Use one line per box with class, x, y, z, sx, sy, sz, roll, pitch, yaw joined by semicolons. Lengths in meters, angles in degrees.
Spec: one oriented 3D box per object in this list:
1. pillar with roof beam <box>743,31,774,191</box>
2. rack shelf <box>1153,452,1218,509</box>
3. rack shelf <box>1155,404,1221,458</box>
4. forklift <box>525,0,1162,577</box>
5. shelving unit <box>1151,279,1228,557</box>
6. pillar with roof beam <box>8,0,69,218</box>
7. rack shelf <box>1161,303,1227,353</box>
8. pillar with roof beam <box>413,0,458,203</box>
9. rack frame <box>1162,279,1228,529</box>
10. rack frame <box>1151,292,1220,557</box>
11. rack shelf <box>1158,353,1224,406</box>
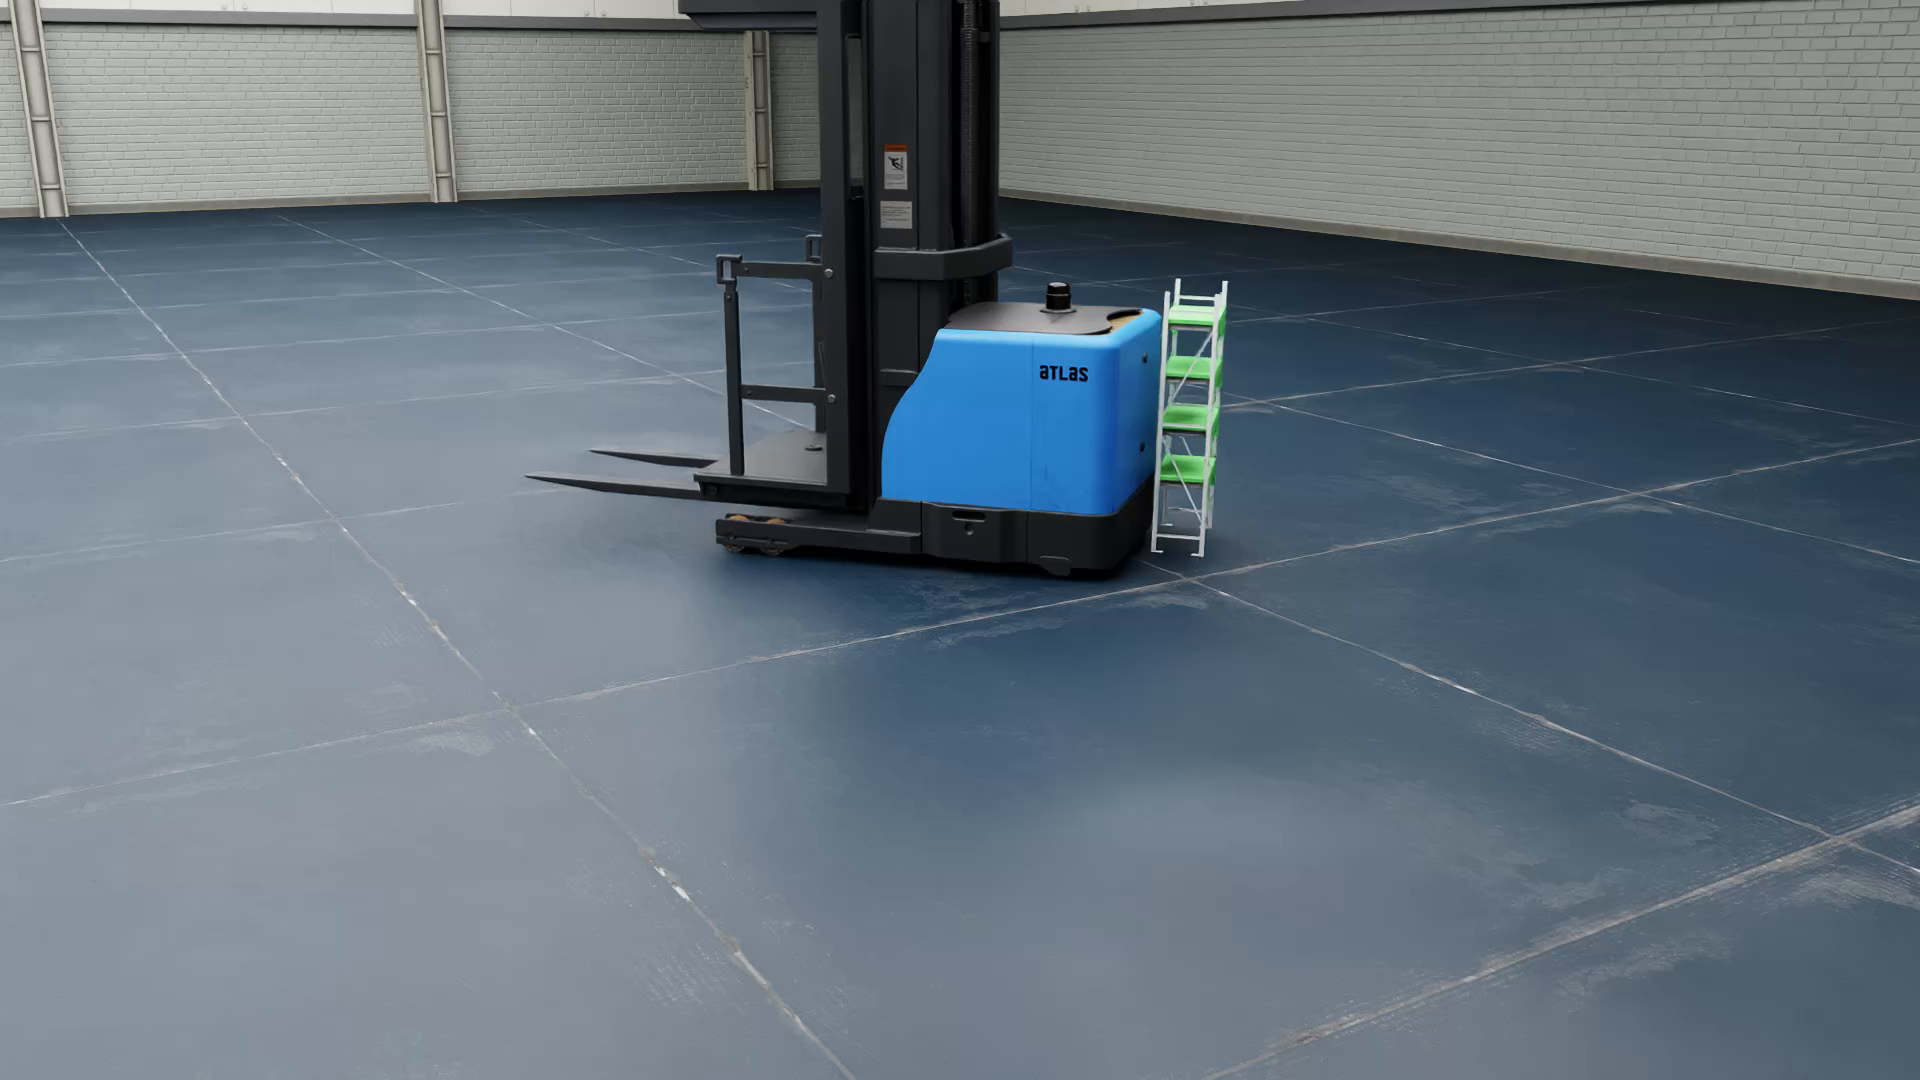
pillar with roof beam;-1.593;-10.043;27.065;0.400;9.000;9.100;-9;18;-30
rack shelf;1.061;-0.283;7.813;0.258;0.148;0.480;5;16;12
rack shelf;1.065;-0.514;7.747;0.258;0.148;0.480;5;16;12
forklift;-0.615;-1.470;7.725;3.031;2.935;1.130;5;16;18
shelving unit;1.067;-0.576;7.729;0.258;1.200;0.503;5;16;12
pillar with roof beam;-11.879;-8.375;21.114;0.400;9.000;9.100;-9;18;-30
rack shelf;1.075;-0.976;7.615;0.258;0.148;0.480;5;16;12
pillar with roof beam;-6.736;-9.209;24.089;0.400;9.000;9.100;-9;18;-30
rack frame;1.120;-0.640;7.958;0.240;1.200;0.015;5;16;12
rack frame;1.013;-0.511;7.500;0.240;1.200;0.015;5;16;12
rack shelf;1.070;-0.745;7.681;0.258;0.148;0.480;5;16;12
